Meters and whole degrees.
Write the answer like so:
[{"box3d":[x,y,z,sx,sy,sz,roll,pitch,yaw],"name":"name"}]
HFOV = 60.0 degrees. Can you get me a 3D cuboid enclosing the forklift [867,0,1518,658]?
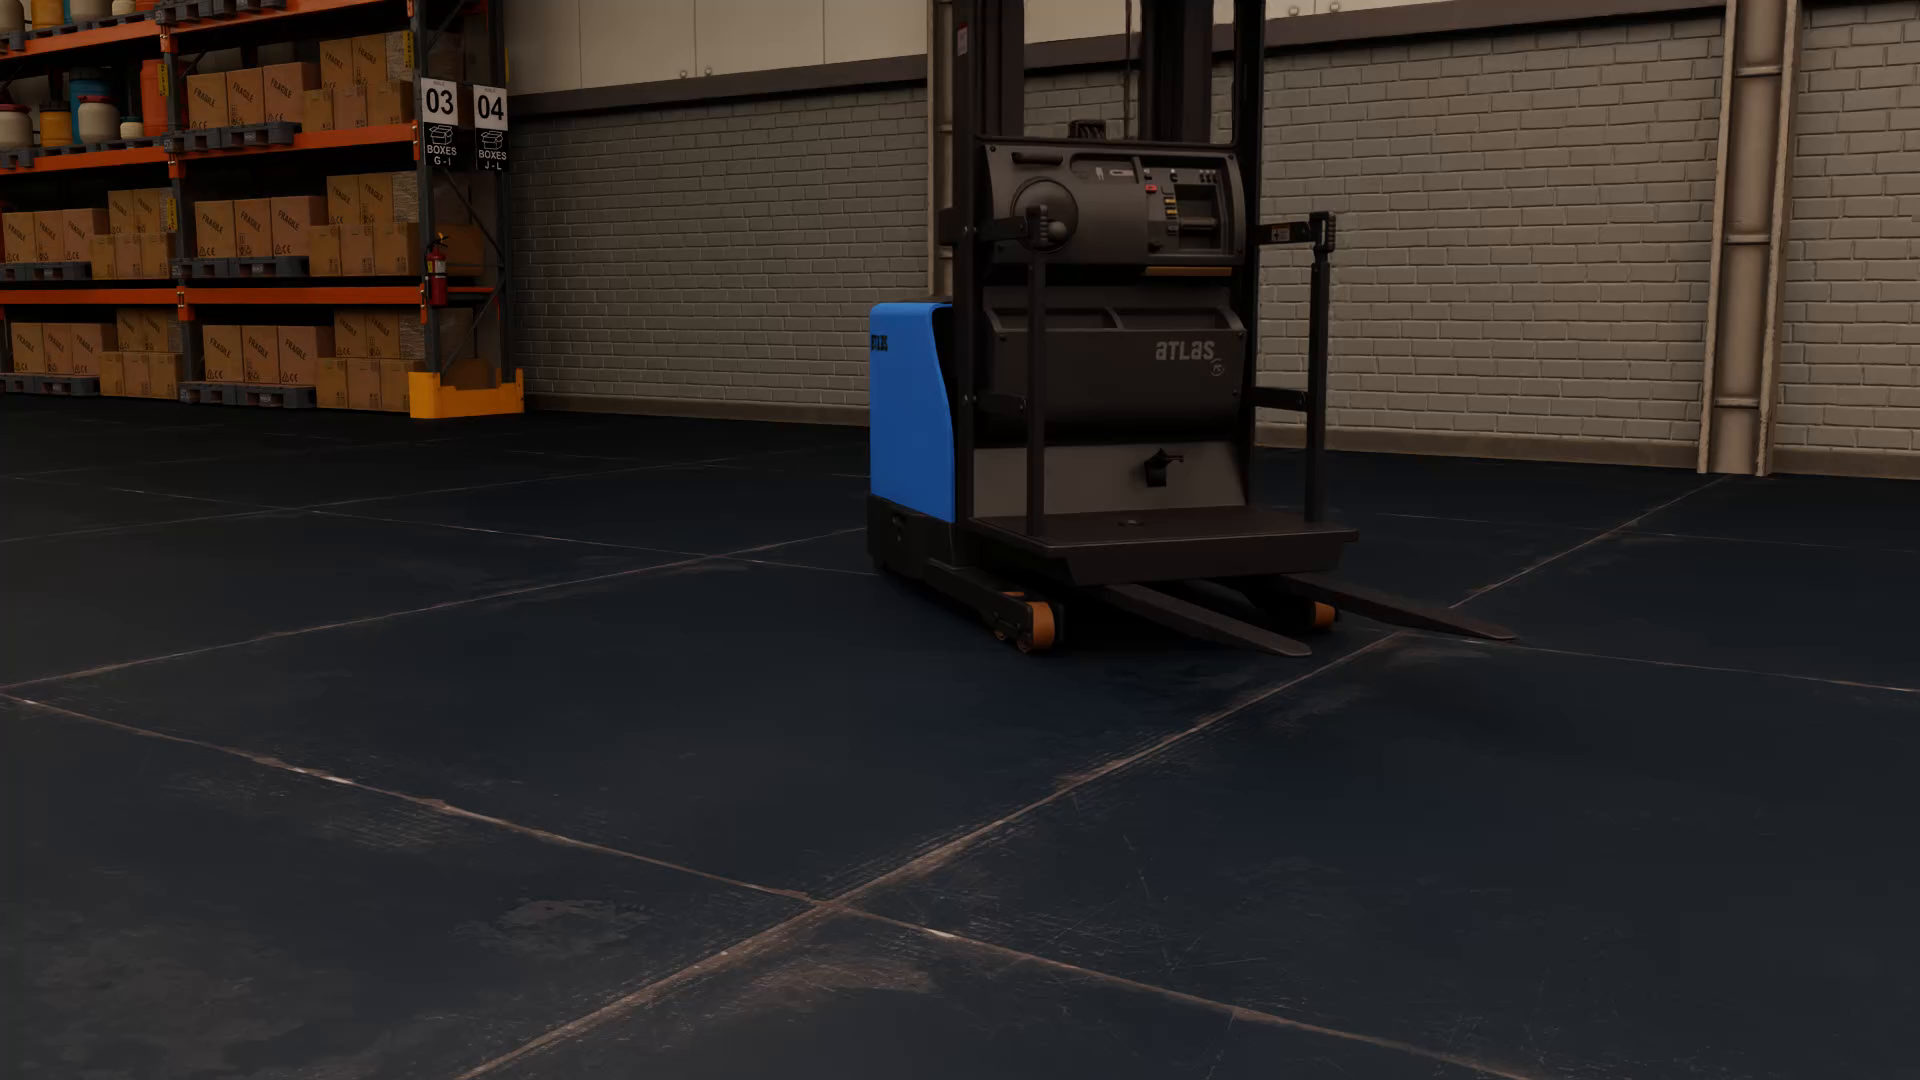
[{"box3d":[0.604,-1.166,5.389,1.130,2.935,3.031,-3,9,-20],"name":"forklift"}]
